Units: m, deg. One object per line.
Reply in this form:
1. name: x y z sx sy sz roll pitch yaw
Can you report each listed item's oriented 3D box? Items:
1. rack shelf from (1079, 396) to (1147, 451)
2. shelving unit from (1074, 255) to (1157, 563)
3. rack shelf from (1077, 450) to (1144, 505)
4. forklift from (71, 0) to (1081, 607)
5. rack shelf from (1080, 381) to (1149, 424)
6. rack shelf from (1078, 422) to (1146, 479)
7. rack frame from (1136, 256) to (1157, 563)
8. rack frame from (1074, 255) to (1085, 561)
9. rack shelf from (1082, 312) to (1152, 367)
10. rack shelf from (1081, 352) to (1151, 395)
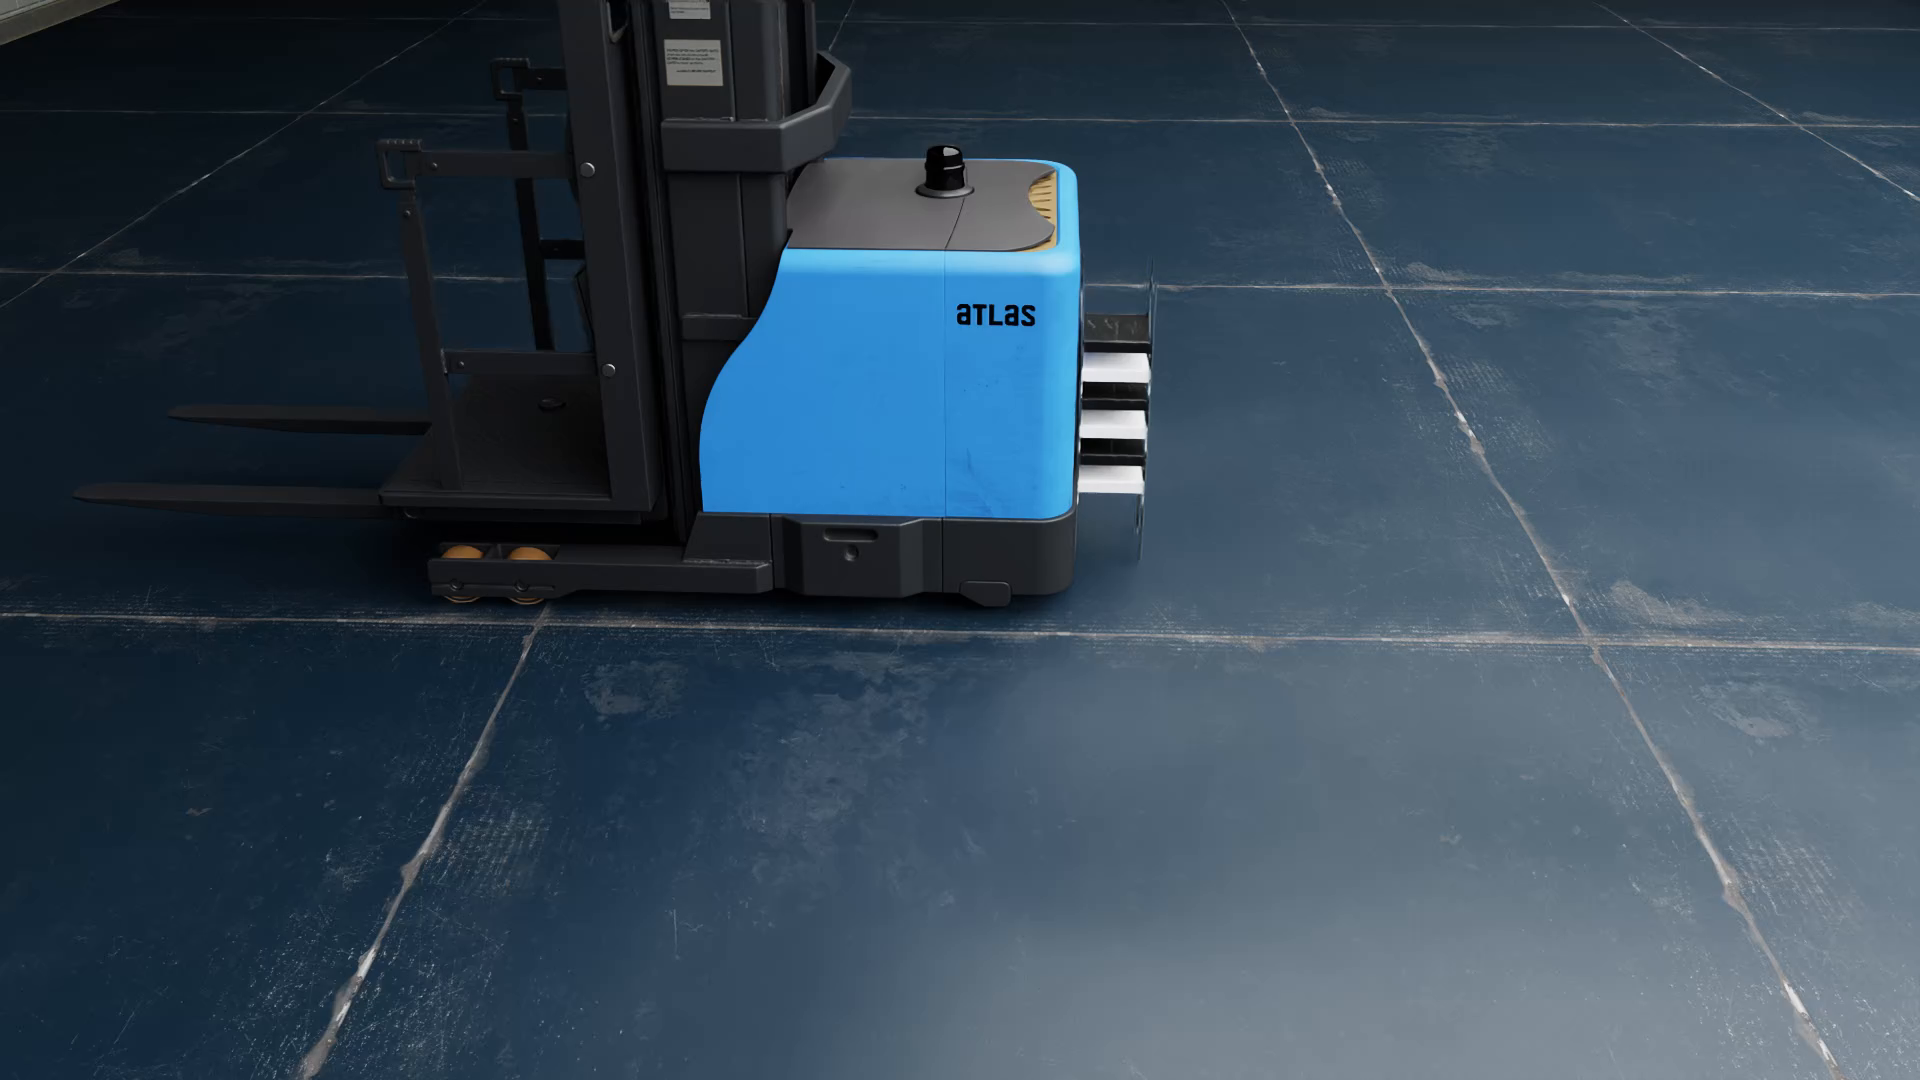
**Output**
1. rack shelf: 0.459 -0.357 5.034 0.200 0.077 0.258 1 28 3
2. shelving unit: 0.459 -0.387 5.019 0.210 0.900 0.258 1 28 3
3. rack shelf: 0.459 -0.198 5.119 0.200 0.077 0.258 1 28 3
4. forklift: -1.159 -1.350 4.667 3.031 2.935 1.130 1 28 3
5. rack shelf: 0.459 -0.437 4.992 0.200 0.077 0.258 1 28 3
6. rack shelf: 0.459 -0.278 5.077 0.200 0.077 0.258 1 28 3
7. rack frame: 0.561 -0.384 5.014 0.006 0.900 0.240 1 28 3
8. rack frame: 0.358 -0.389 5.023 0.006 0.900 0.240 1 28 3
9. rack shelf: 0.459 -0.596 4.908 0.200 0.077 0.258 1 28 3
10. rack shelf: 0.459 -0.516 4.950 0.200 0.077 0.258 1 28 3
